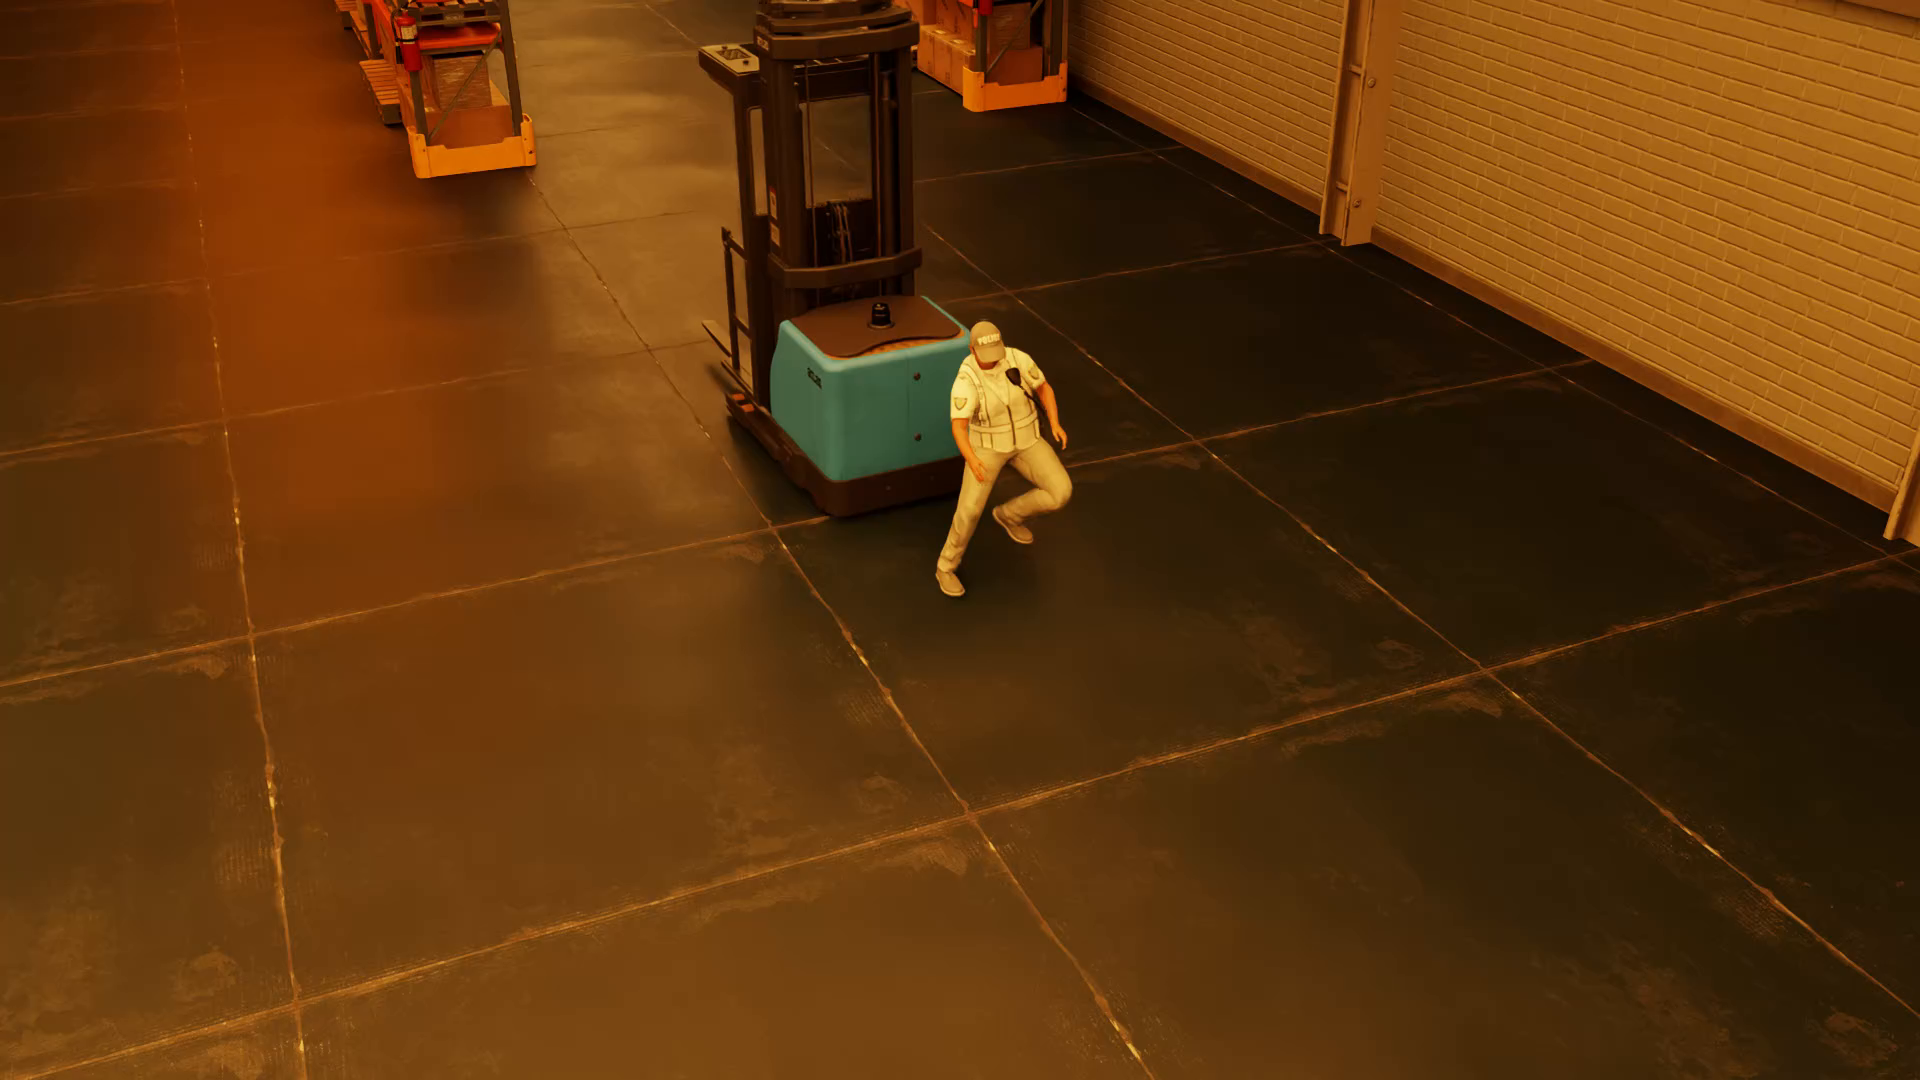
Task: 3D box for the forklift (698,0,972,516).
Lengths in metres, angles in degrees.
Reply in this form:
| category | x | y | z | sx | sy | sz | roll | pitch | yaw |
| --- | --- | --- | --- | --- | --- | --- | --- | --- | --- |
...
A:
| category | x | y | z | sx | sy | sz | roll | pitch | yaw |
| --- | --- | --- | --- | --- | --- | --- | --- | --- | --- |
| forklift | -0.972 | -2.125 | 10.836 | 1.130 | 2.935 | 3.031 | -14 | 32 | -22 |

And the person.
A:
| category | x | y | z | sx | sy | sz | roll | pitch | yaw |
| --- | --- | --- | --- | --- | --- | --- | --- | --- | --- |
| person | 0.221 | -0.492 | 9.421 | 0.799 | 1.492 | 0.710 | -9 | 31 | -15 |
